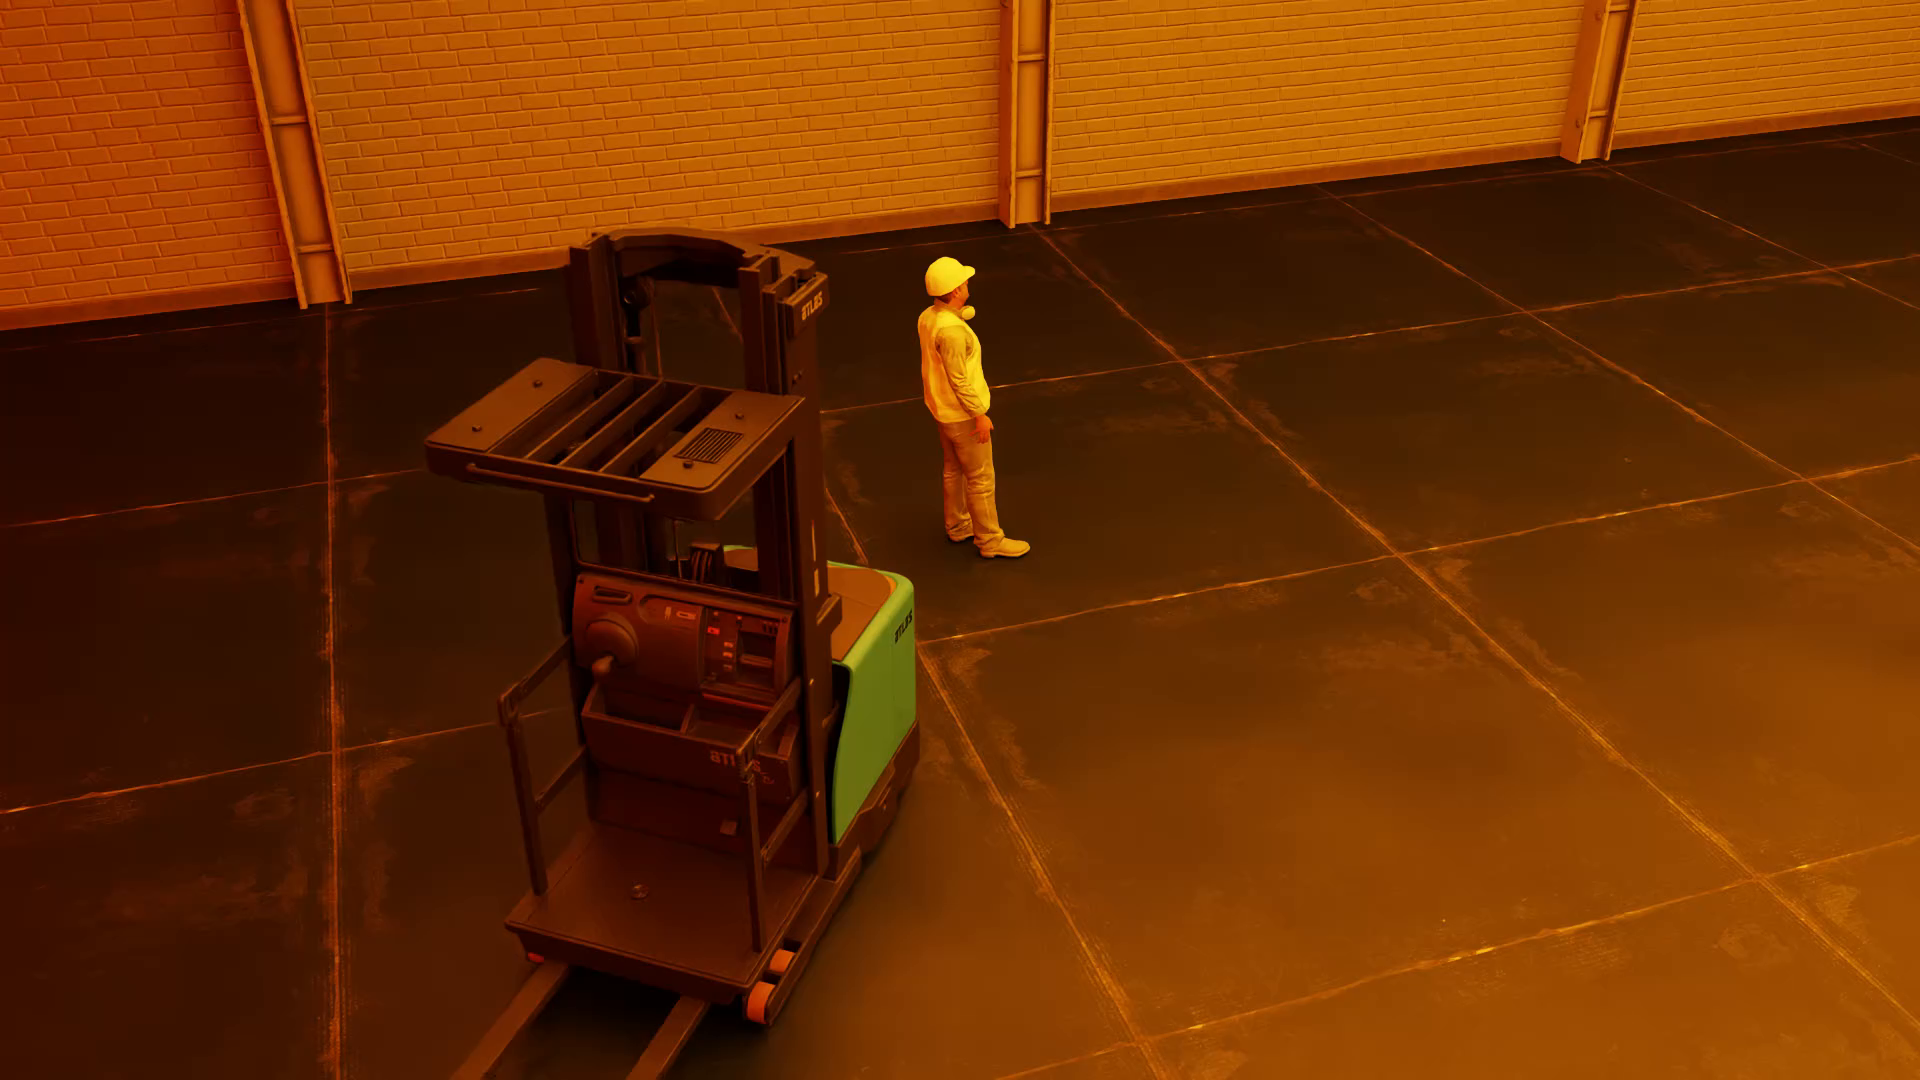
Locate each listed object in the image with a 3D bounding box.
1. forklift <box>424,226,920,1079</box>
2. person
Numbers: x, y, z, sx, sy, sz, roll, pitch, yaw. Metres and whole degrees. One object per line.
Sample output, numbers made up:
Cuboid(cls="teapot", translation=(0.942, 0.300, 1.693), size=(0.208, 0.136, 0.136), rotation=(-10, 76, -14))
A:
Cuboid(cls="forklift", translation=(-1.162, 0.436, 6.329), size=(1.130, 2.935, 3.031), rotation=(10, 31, 17))
Cuboid(cls="person", translation=(0.061, -0.781, 9.590), size=(0.568, 1.773, 0.632), rotation=(-10, 31, -16))
